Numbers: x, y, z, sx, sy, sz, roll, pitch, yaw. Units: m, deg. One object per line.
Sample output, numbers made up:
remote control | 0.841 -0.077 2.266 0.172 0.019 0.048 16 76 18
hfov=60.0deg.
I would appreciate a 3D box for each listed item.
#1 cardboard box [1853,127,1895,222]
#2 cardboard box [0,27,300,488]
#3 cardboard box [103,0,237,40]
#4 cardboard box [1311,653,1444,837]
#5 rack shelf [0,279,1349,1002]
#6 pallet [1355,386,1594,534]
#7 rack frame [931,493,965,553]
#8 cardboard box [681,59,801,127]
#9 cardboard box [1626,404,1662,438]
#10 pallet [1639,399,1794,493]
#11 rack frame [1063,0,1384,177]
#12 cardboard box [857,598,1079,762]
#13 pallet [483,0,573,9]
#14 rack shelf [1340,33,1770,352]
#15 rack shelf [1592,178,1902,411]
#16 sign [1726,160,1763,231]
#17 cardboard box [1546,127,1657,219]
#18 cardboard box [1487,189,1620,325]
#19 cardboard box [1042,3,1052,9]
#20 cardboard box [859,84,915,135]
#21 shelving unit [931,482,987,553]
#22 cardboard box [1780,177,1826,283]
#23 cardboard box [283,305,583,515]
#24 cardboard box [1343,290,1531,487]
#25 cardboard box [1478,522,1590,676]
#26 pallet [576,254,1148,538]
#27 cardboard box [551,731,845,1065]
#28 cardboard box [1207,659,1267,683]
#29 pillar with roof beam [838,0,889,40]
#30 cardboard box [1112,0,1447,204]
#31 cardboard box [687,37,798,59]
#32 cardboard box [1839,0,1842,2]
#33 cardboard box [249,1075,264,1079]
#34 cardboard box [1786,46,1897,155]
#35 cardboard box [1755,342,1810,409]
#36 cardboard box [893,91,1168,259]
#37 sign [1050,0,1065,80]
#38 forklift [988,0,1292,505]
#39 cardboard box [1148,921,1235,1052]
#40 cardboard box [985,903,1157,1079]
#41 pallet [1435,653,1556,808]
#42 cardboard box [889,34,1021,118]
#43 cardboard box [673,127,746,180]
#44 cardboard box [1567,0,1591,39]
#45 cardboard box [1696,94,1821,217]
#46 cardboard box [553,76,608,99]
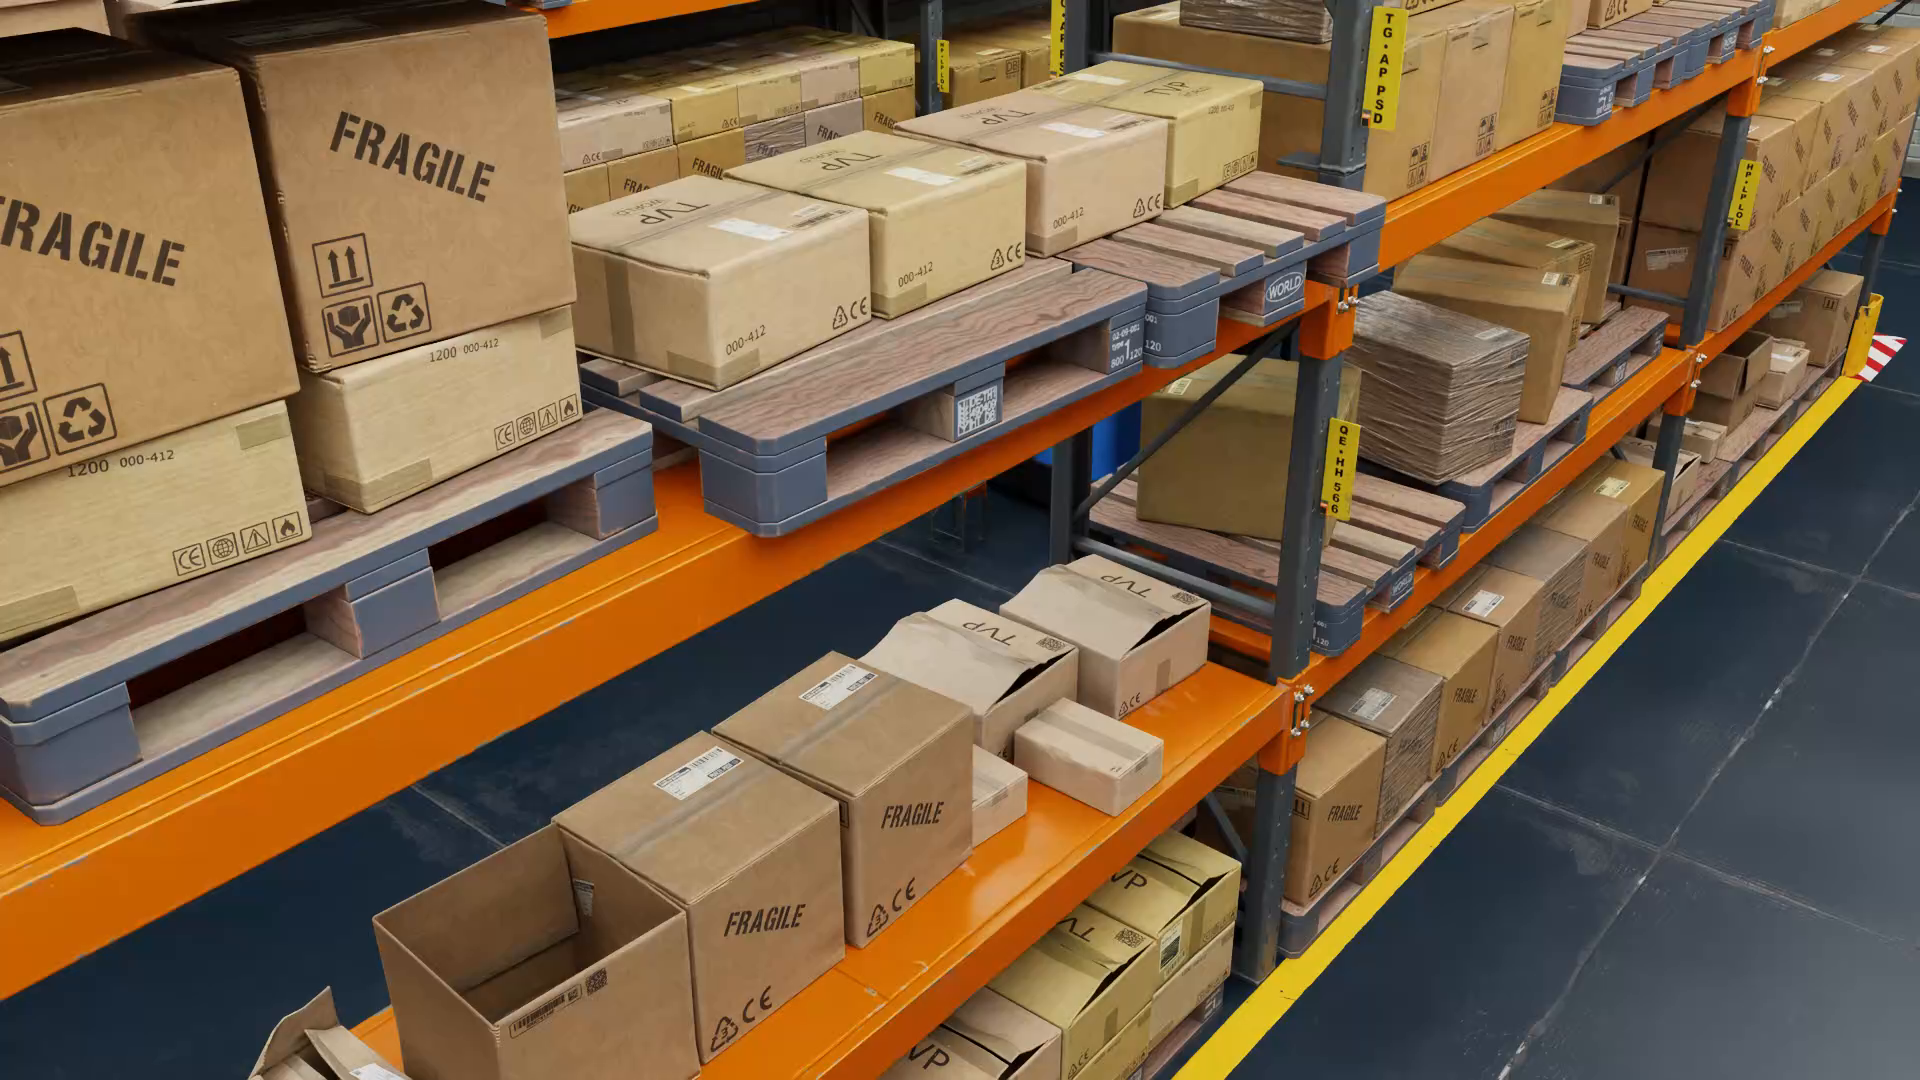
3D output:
cardboard box | 5.431 -2.320 10.362 0.500 0.500 0.500 21 34 35
cardboard box | -1.377 -0.437 2.456 0.500 0.500 0.500 21 34 35
cardboard box | -3.330 -2.277 7.197 0.500 0.311 0.500 21 34 34
cardboard box | 1.583 0.787 6.706 0.500 0.500 0.500 19 33 33
rack shelf | -0.528 -0.167 3.826 1.077 0.370 4.000 21 34 34
pallet | 1.978 -0.468 7.100 1.003 0.211 1.213 21 34 34
rack frame | -0.067 -0.495 8.902 0.240 1.200 0.006 21 34 34
cardboard box | -1.293 -2.646 9.830 0.500 0.250 0.500 22 34 35
cardboard box | 3.909 -0.833 10.043 0.500 0.311 0.500 21 34 34
pallet | 4.502 -0.720 10.413 1.003 0.211 1.213 21 34 34
rack frame | 0.744 -2.527 4.342 1.000 3.000 0.127 21 34 34
cardboard box | 0.026 0.437 5.237 0.500 0.311 0.500 20 34 34
pallet | -2.712 -2.802 8.342 1.213 0.211 1.003 23 35 37
rack shelf | 2.016 -1.585 6.567 1.077 0.370 4.000 21 34 34
rack shelf | 4.561 -1.671 9.998 1.077 0.370 4.000 21 34 34
sign | 3.719 -1.634 7.885 0.100 0.325 0.005 21 34 34
cardboard box | 3.410 -2.025 8.702 0.500 0.500 0.500 21 34 35
cardboard box | 2.815 -1.409 8.144 0.700 0.500 0.500 9 29 18
cardboard box | 1.237 -3.834 13.070 0.980 0.700 0.700 20 34 34
cardboard box | -0.635 -2.676 10.703 0.500 0.500 0.500 20 33 34
shelving unit | -0.009 -0.528 8.964 0.258 1.200 0.189 21 34 34
cardboard box | 4.466 -1.786 9.329 0.500 0.500 0.500 21 34 34
cardboard box | -1.054 -0.308 3.023 0.500 0.250 0.500 17 32 30
cardboard box | 1.787 -0.618 6.615 0.500 0.500 0.700 -21 34 -34
cardboard box | 2.556 0.243 7.757 0.500 0.500 0.500 21 34 35
pallet | -0.327 -0.447 3.791 1.003 0.211 1.213 23 35 37
cardboard box | -0.645 0.879 4.177 0.500 0.500 0.500 21 34 34
cardboard box | 1.158 0.652 6.967 0.500 0.500 0.500 22 35 36
pillar with roof beam | 2.563 -4.635 8.416 9.100 9.000 0.400 21 34 34
cardboard box | 0.996 -1.404 5.326 0.910 0.500 0.500 21 34 34
cardboard box | -1.358 -2.972 10.459 0.500 0.250 0.500 21 34 35
cardboard box | 4.429 -3.000 8.683 0.500 0.250 0.500 21 34 34
cardboard box | -1.521 1.435 3.376 0.500 0.250 0.500 23 35 37
cardboard box | 5.115 -2.585 9.785 0.500 0.500 0.500 22 34 36
cardboard box | 5.050 -1.081 10.588 0.500 0.250 0.500 21 34 34
cardboard box | 0.180 -0.947 4.257 0.500 0.250 0.500 22 34 36
sign | 0.327 -1.584 5.220 0.100 0.325 0.005 21 34 34
forklift | 1.450 -1.986 9.898 1.130 2.935 3.031 23 35 37
cardboard box | 0.598 1.430 5.757 0.500 0.250 0.500 22 34 36
cardboard box | 0.276 1.367 5.269 0.500 0.311 0.500 20 34 34
pallet | 2.025 0.691 7.684 1.003 0.211 1.213 21 34 34
cardboard box | -0.179 -3.048 11.551 0.980 0.700 0.700 21 34 35
cardboard box | -1.592 -2.138 9.663 0.500 0.500 0.500 22 34 36
cardboard box | 2.065 -2.258 6.411 0.600 0.600 0.600 19 33 33
cardboard box | 4.133 -2.037 8.727 0.500 0.500 0.500 20 33 33
cardboard box | -2.331 -2.428 9.408 0.500 0.250 0.500 20 33 33
